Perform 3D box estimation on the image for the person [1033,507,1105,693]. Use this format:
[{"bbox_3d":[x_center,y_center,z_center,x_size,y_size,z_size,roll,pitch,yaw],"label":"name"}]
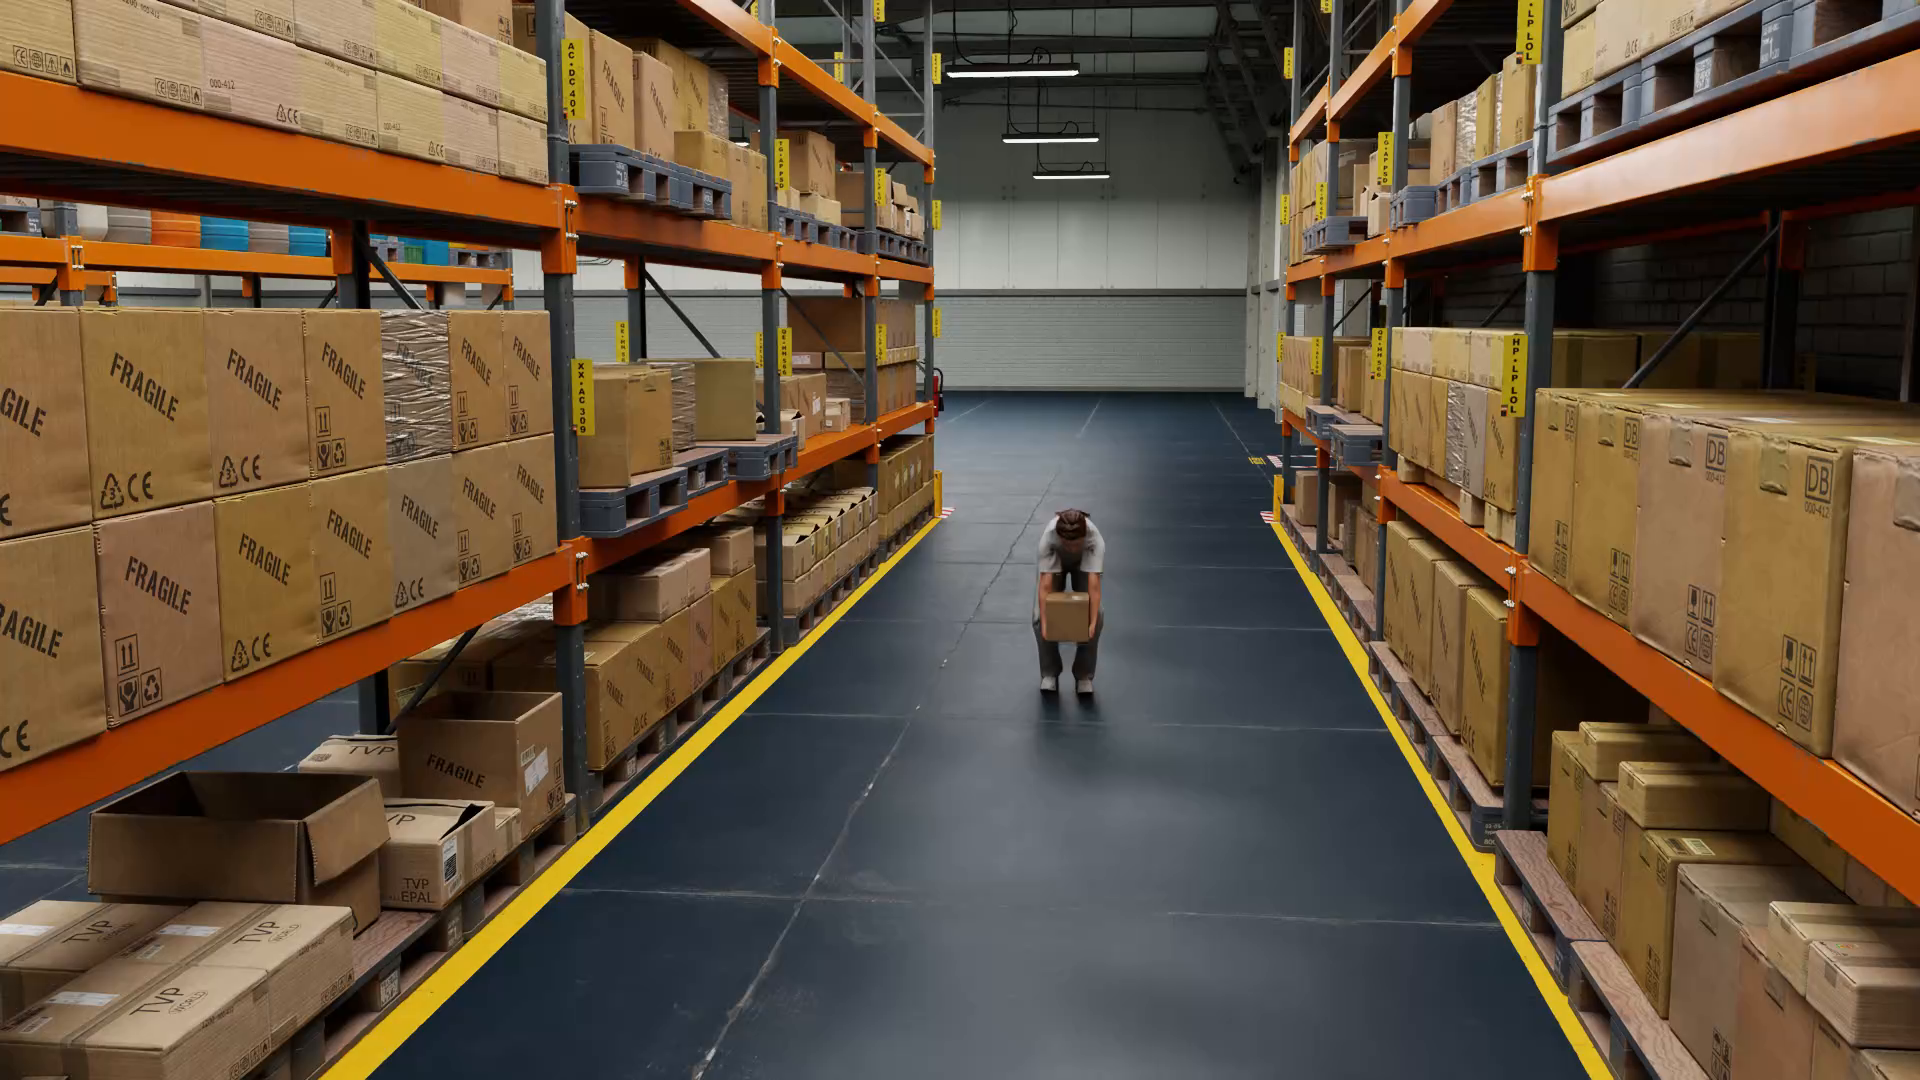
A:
[{"bbox_3d":[0.652,0.363,10.016,0.432,1.169,0.845,1,8,4],"label":"person"}]
